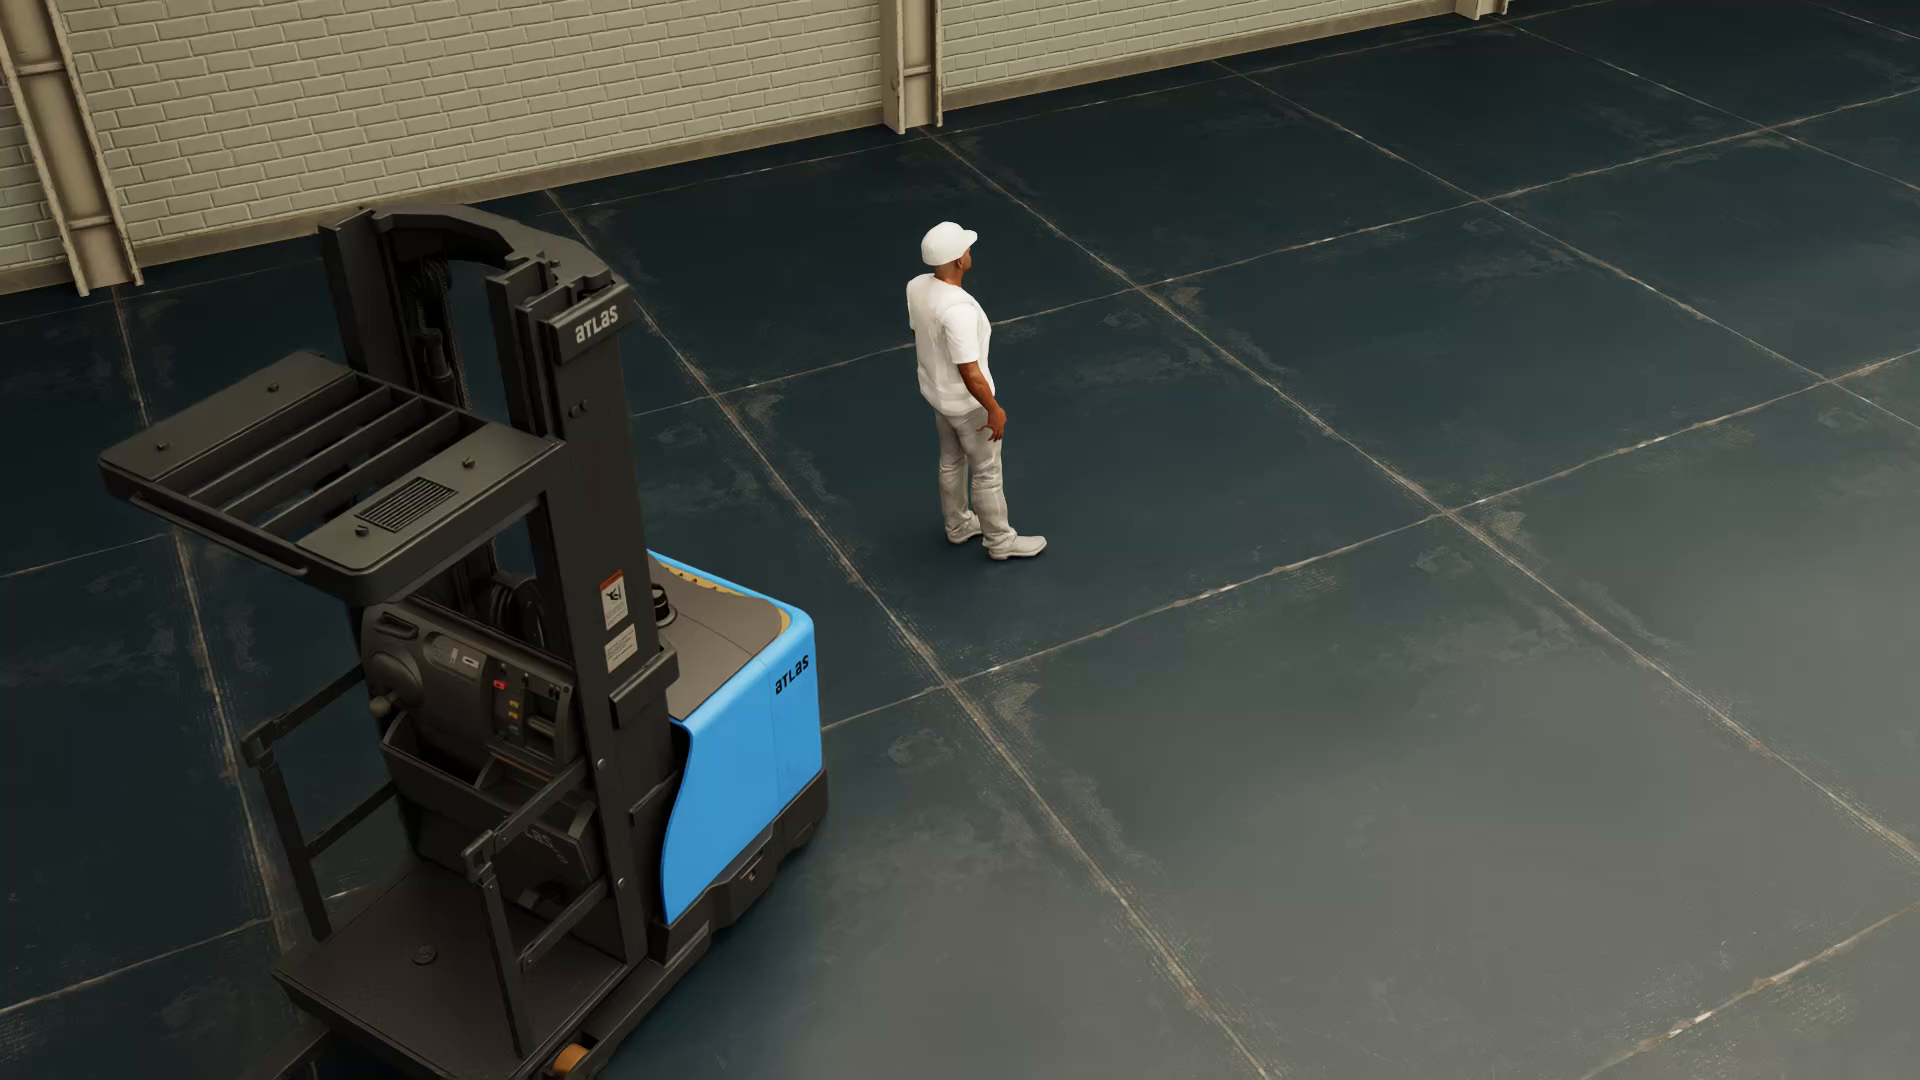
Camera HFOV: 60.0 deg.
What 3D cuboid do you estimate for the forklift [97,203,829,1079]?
[{"bbox_3d":[-1.745,0.545,5.352,1.130,2.935,3.031,19,40,25],"label":"forklift"}]

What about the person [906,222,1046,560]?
[{"bbox_3d":[0.064,-0.743,8.172,0.575,1.768,0.666,-17,39,-23],"label":"person"}]
